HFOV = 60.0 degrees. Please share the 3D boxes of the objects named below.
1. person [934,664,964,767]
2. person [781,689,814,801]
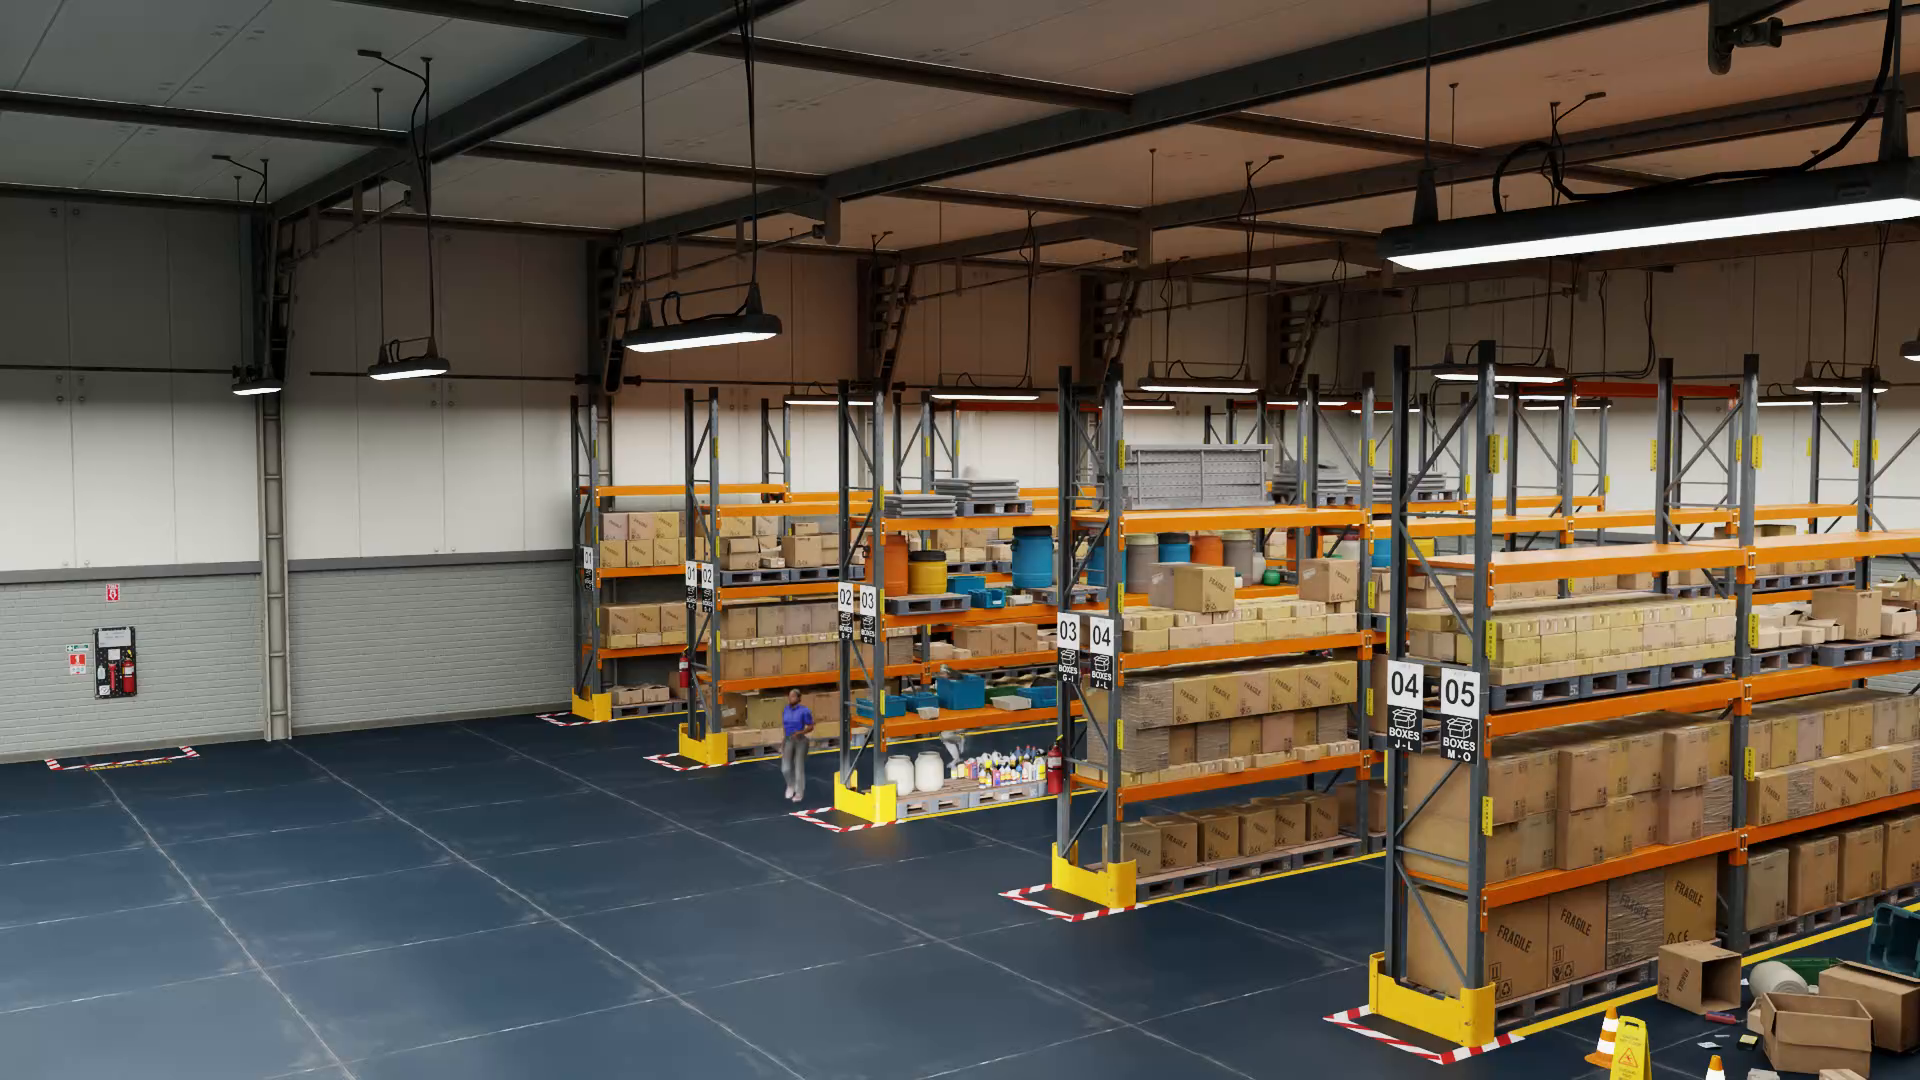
[{"bbox_3d":[-0.189,2.774,26.256,0.653,1.646,0.588,3,5,41],"label":"person"},{"bbox_3d":[-2.352,2.925,23.660,0.559,1.621,0.591,1,4,18],"label":"person"}]
